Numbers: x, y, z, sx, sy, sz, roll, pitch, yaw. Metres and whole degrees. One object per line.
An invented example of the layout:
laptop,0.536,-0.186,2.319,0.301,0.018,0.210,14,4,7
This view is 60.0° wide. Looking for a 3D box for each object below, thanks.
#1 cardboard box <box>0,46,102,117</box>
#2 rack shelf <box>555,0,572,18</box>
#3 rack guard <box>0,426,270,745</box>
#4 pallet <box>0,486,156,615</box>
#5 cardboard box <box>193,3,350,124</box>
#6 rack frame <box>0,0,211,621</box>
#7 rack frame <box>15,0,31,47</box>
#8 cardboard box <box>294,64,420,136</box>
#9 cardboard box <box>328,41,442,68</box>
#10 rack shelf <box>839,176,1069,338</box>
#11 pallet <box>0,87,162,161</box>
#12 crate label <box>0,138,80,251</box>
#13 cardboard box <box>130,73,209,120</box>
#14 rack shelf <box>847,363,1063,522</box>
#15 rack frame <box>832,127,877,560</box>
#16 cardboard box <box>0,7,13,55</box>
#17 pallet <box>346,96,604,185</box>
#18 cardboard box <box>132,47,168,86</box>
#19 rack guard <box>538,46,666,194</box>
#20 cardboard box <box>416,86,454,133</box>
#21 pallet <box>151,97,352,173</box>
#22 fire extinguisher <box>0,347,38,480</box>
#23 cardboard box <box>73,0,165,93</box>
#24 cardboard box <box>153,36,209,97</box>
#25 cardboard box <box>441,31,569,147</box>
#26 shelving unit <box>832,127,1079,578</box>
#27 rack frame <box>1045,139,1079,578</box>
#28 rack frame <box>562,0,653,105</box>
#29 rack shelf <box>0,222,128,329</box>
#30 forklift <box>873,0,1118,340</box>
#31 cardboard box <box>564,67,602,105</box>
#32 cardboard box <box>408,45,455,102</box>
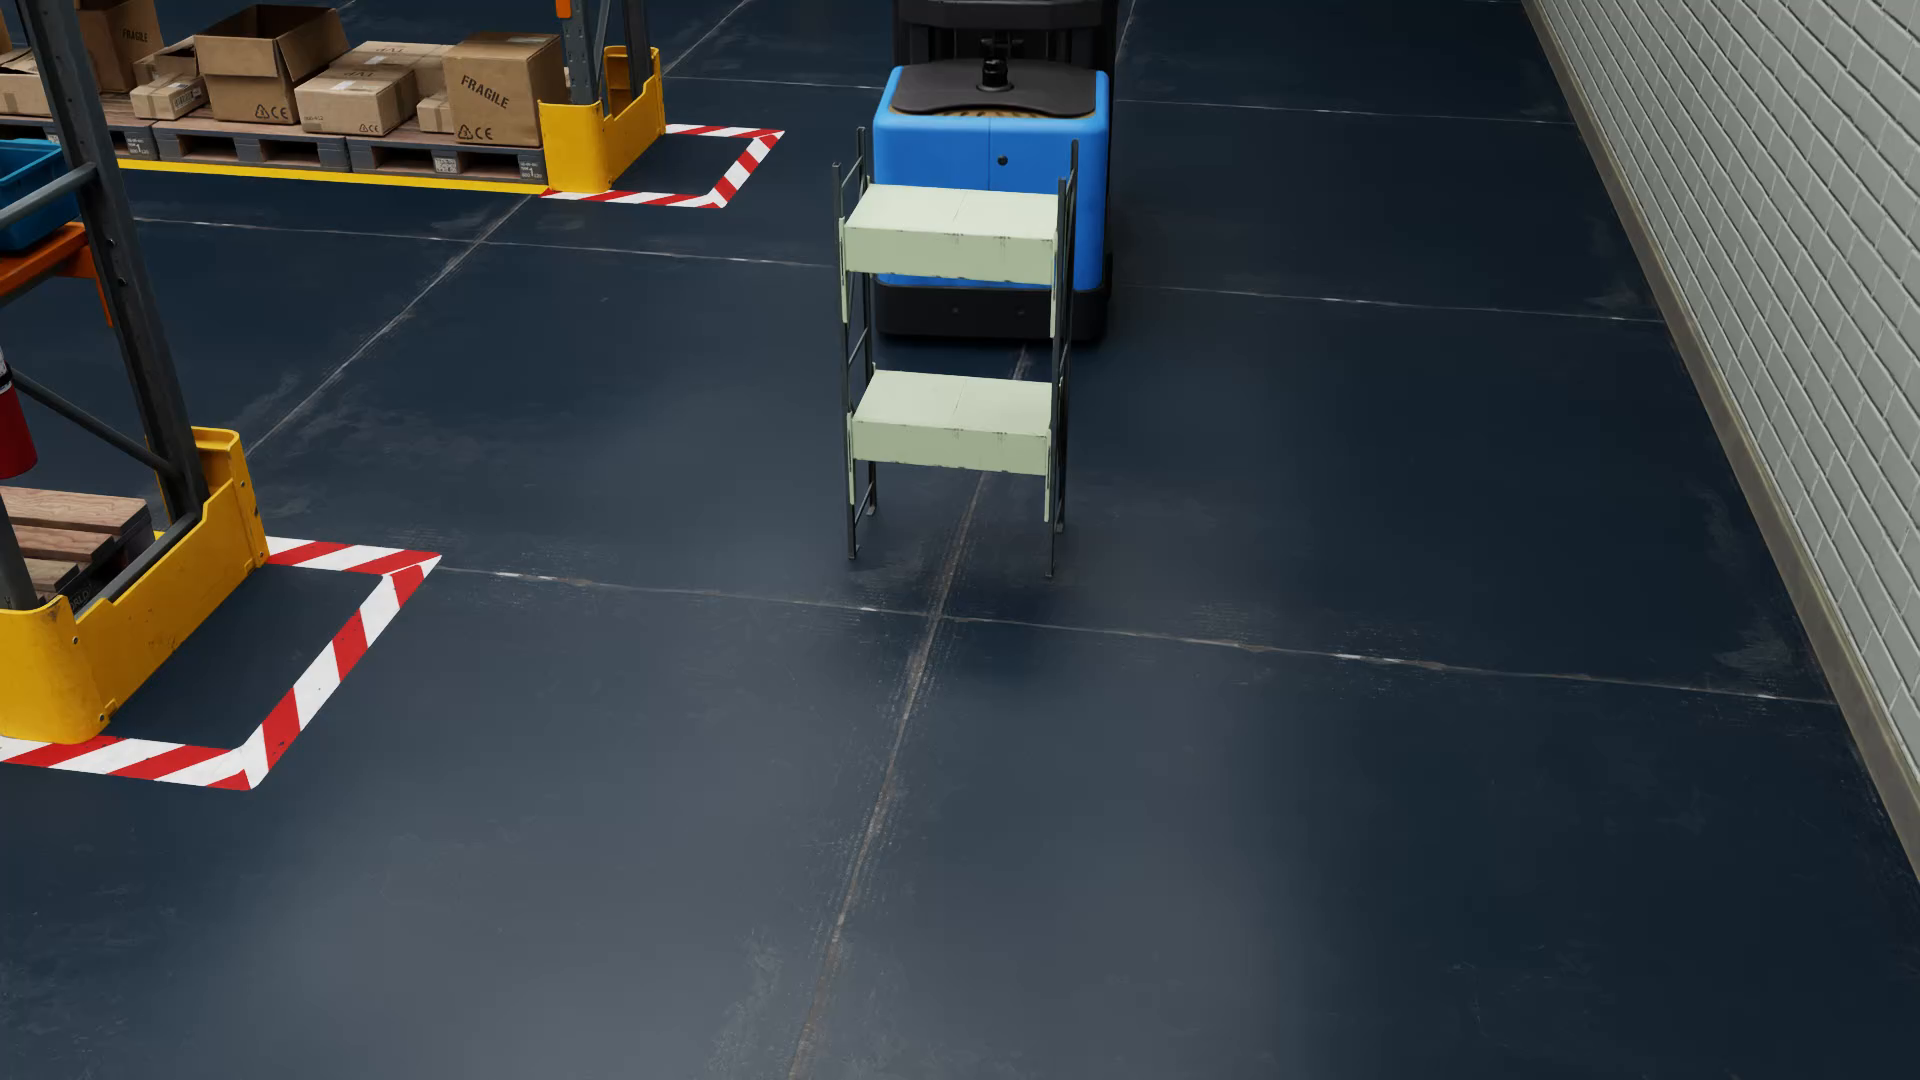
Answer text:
cardboard box,-5.565,-2.783,9.988,0.500,0.311,0.500,5,32,8
rack shelf,-3.971,-3.403,9.538,4.000,0.370,1.077,5,32,8
rack guard,-2.811,0.116,5.594,0.348,0.500,1.175,5,32,8
pallet,-3.643,0.149,5.813,1.213,0.211,1.003,5,32,8
cardboard box,-4.090,-2.850,9.914,0.637,0.503,0.797,5,32,8
rack frame,-2.837,-0.939,4.924,0.127,3.000,1.000,5,32,8
rack frame,-5.943,-3.887,9.632,0.127,3.000,1.000,5,32,8
cardboard box,-3.509,-2.571,9.707,0.500,0.250,0.500,5,32,8
cardboard box,-3.474,-2.837,10.132,0.500,0.250,0.500,5,32,8
rack shelf,-0.007,-0.967,5.646,0.720,0.370,0.431,5,32,8
pallet,-5.266,-2.643,10.273,1.213,0.211,1.003,5,32,8
crate label,-3.025,-1.088,5.262,0.303,0.233,0.416,5,32,8
cardboard box,-4.711,-2.650,9.912,0.250,0.166,0.380,5,32,8
rack shelf,-0.007,-0.360,6.026,0.720,0.370,0.431,5,32,8
rack frame,-0.367,-0.669,5.905,0.023,1.500,0.400,5,32,8
cardboard box,-6.379,-3.184,10.451,0.500,0.500,0.500,4,32,6
pallet,-2.861,-2.425,9.925,1.213,0.211,1.003,5,32,8
cardboard box,-4.954,-2.960,10.424,0.250,0.149,0.380,5,32,8
rack guard,-2.075,-2.477,9.736,0.348,0.500,1.175,5,32,8
cardboard box,-2.961,-2.518,9.702,0.250,0.166,0.380,5,32,8
pallet,-4.060,-2.535,10.101,1.213,0.211,1.003,5,32,8
fire extinguisher,-2.765,-0.497,4.642,0.183,0.674,0.296,5,32,8
cardboard box,-5.333,-3.111,10.335,0.500,0.500,0.500,5,32,8
cardboard box,-4.594,-2.964,10.278,0.500,0.311,0.500,5,32,8
cardboard box,-2.577,-2.576,9.480,0.500,0.500,0.500,5,32,8
shelving unit,-0.007,-0.636,5.853,0.755,1.500,0.431,5,32,8
rack frame,0.354,-0.604,5.801,0.023,1.500,0.400,5,32,8
rack frame,-2.000,-3.530,9.062,0.127,3.000,1.000,5,32,8
rack shelf,-4.808,-0.813,5.400,4.000,0.370,1.077,5,32,8
forklift,0.239,-2.907,8.132,1.130,2.935,3.031,2,32,4
cardboard box,-2.355,-2.725,10.048,0.250,0.149,0.380,5,32,8
cardboard box,-2.981,-2.792,10.061,0.500,0.250,0.500,5,32,8
